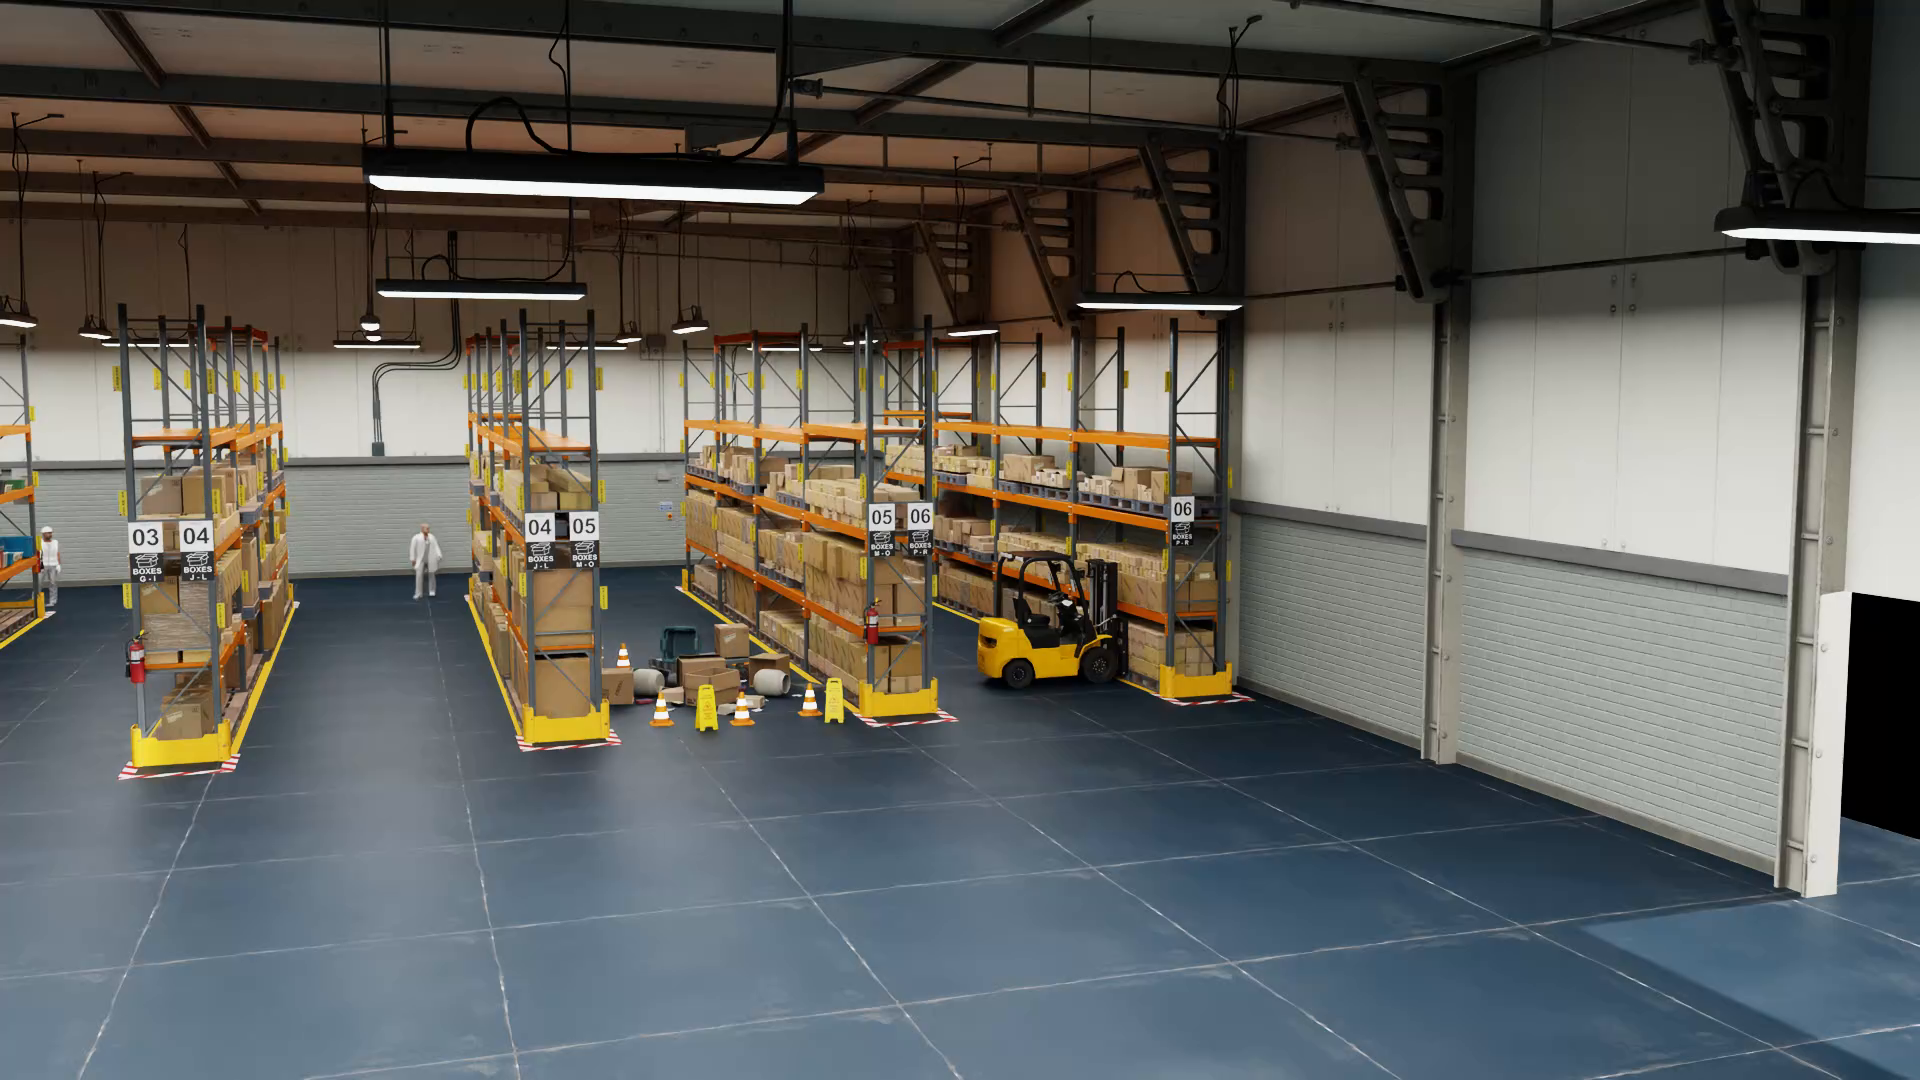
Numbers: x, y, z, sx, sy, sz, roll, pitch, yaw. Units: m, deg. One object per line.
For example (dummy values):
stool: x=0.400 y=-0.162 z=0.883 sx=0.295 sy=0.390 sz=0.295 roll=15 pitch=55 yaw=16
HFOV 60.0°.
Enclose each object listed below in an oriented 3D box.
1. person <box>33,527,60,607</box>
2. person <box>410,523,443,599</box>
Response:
person: x=-20.376 y=0.599 z=37.039 sx=0.632 sy=1.791 sz=0.414 roll=-4 pitch=7 yaw=-38
person: x=-12.300 y=0.474 z=38.343 sx=0.744 sy=1.723 sz=1.119 roll=-1 pitch=5 yaw=-6
